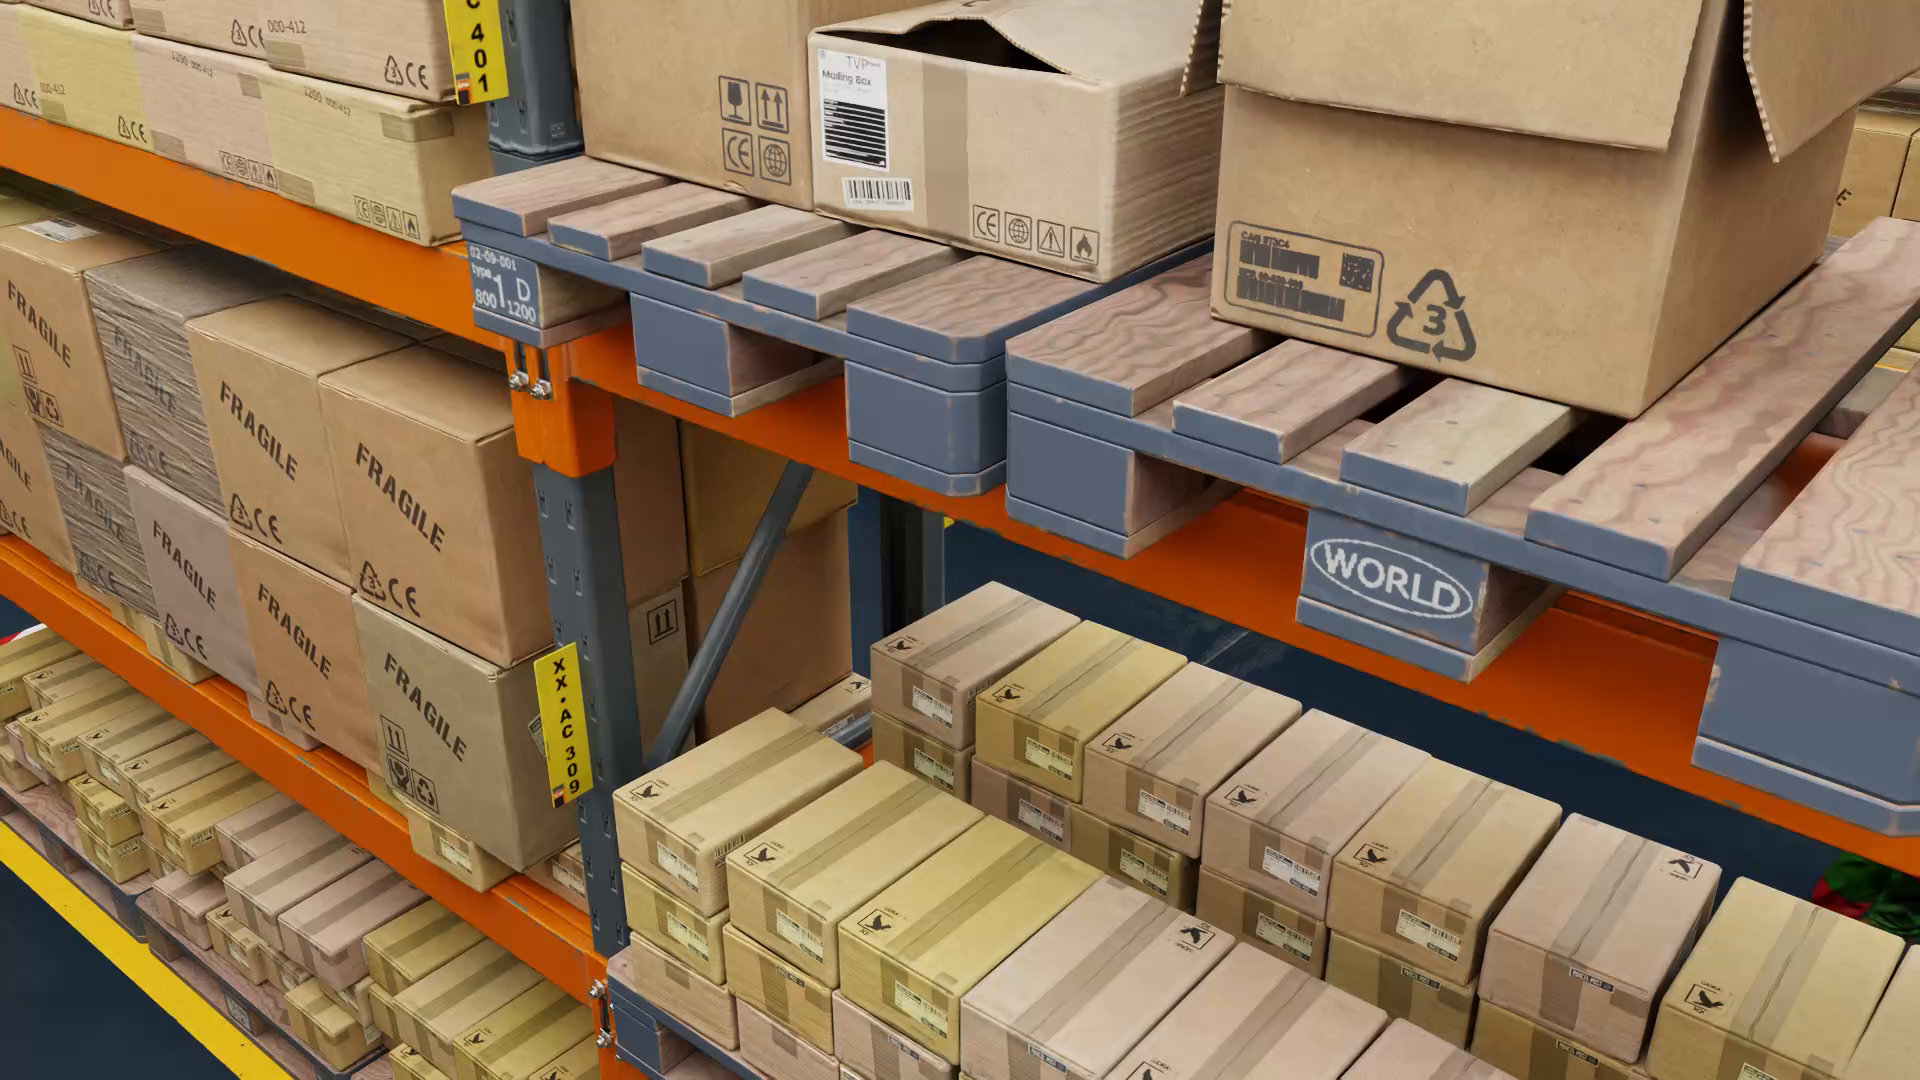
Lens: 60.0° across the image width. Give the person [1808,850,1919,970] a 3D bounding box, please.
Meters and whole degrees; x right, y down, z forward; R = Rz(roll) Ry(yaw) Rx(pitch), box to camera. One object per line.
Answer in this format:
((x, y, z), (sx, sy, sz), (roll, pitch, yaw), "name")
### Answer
((2.894, 0.612, 4.898), (0.501, 1.833, 0.589), (13, 30, 24), "person")
